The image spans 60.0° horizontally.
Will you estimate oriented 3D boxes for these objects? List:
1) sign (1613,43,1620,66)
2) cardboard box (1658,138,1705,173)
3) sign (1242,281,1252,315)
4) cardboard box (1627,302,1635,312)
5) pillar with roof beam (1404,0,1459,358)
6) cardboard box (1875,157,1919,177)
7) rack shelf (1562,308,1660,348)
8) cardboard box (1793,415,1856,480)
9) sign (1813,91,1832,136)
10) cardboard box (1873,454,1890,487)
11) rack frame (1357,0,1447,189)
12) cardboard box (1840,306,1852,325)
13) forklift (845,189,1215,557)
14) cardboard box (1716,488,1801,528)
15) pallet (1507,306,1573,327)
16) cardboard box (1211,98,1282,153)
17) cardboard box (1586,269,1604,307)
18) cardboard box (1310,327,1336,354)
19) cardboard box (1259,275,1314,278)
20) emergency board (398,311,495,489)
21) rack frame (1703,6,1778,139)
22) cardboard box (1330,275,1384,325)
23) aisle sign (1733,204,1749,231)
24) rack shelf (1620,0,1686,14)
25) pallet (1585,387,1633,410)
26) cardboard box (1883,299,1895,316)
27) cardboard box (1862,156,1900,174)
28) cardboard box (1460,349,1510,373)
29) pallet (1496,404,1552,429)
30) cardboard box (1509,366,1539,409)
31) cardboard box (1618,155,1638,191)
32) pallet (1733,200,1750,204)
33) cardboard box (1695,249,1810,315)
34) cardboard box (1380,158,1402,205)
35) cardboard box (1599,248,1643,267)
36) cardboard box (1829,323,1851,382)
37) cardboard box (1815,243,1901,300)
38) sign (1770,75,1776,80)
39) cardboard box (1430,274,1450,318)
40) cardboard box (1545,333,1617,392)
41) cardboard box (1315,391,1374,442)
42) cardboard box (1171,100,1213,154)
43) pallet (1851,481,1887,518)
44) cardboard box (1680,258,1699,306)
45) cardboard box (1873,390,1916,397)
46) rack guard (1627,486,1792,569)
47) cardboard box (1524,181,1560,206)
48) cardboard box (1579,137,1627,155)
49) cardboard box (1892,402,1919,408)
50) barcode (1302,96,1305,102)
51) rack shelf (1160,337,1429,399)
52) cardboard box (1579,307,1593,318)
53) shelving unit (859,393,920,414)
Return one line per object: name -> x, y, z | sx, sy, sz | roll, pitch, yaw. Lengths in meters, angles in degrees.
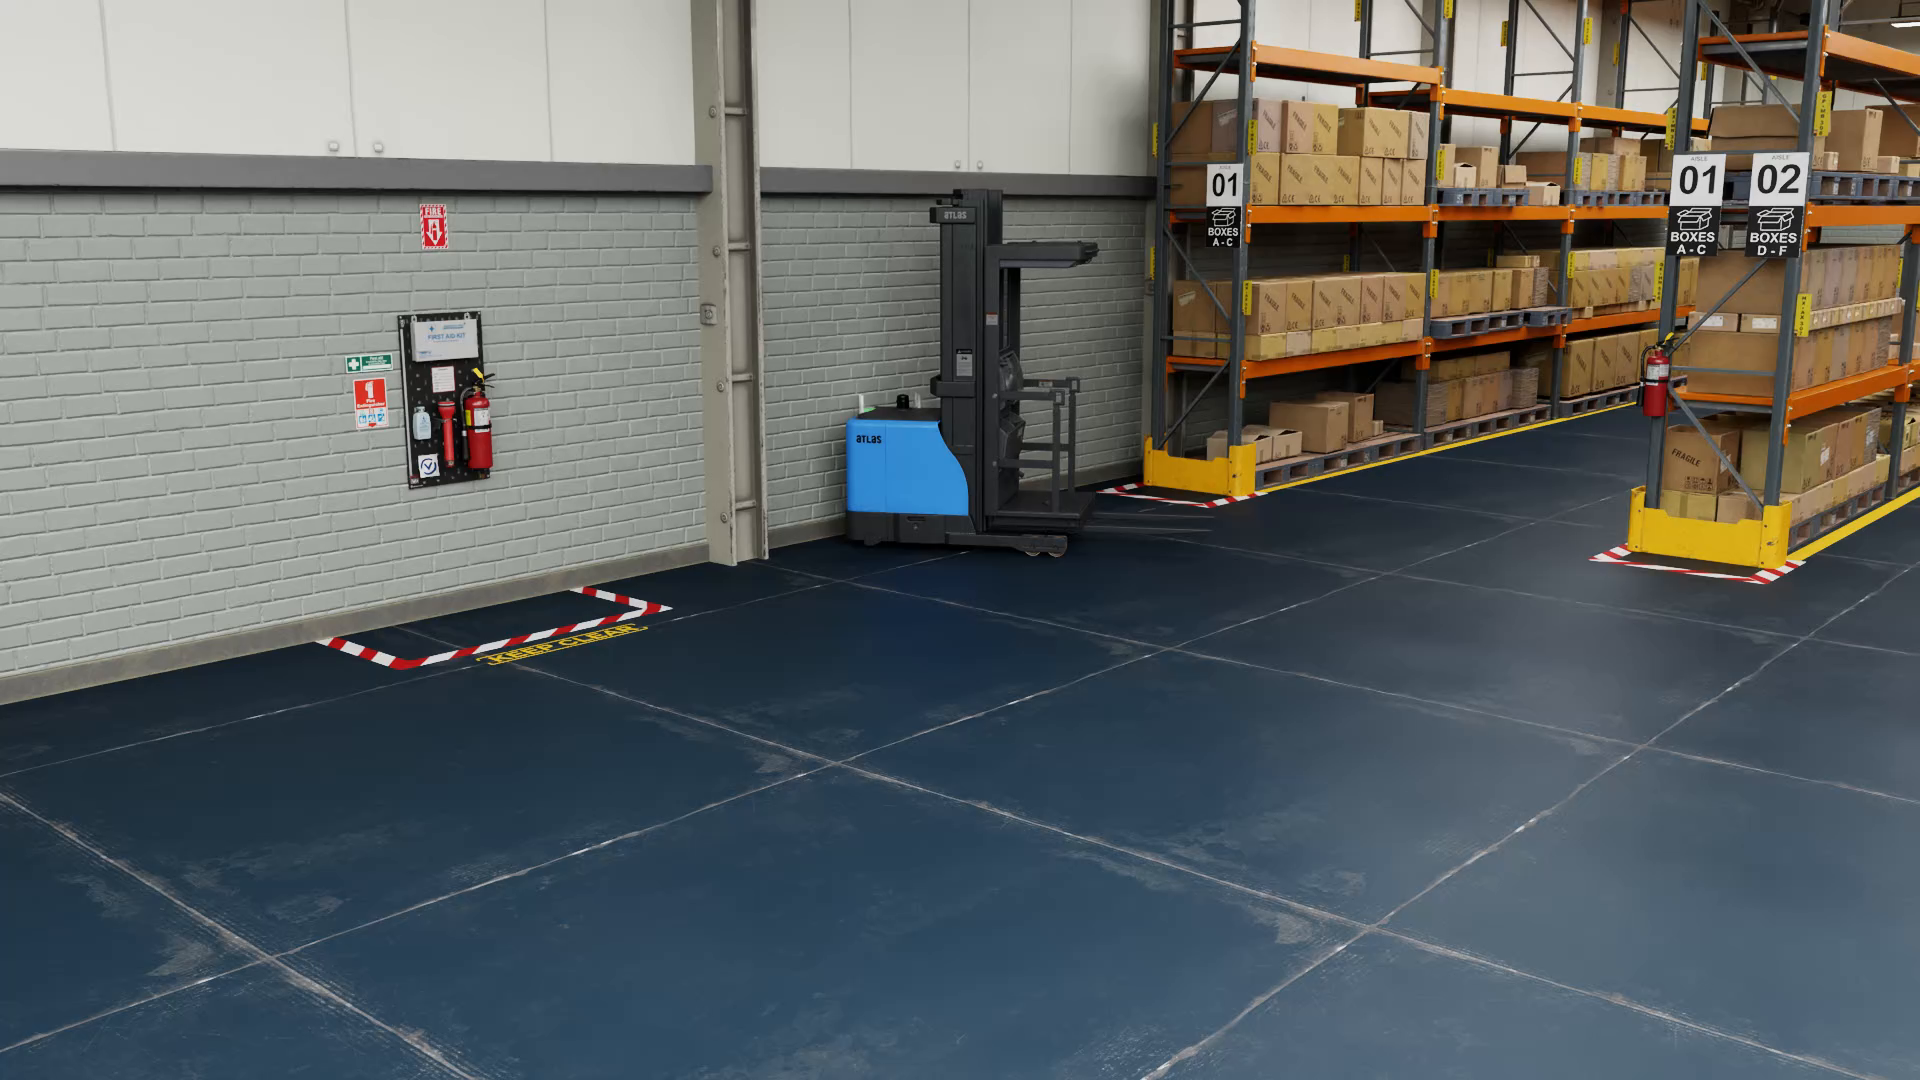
sign -> 9.878, -7.300, 24.994 | 0.100, 0.325, 0.005 | 10, 15, 40
cardboard box -> 10.960, -5.835, 25.252 | 0.500, 0.500, 0.500 | 10, 15, 40
sign -> 2.766, -2.336, 16.036 | 0.100, 0.325, 0.005 | 10, 15, 40
cardboard box -> 9.574, -3.401, 24.170 | 0.380, 0.149, 0.250 | 10, 15, 40
pillar with roof beam -> 9.365, -5.464, 18.593 | 9.100, 9.000, 0.400 | 10, 15, 40
cardboard box -> 9.136, -3.623, 16.342 | 0.500, 0.250, 0.500 | -10, 15, -42
rack shelf -> 8.959, -3.100, 23.909 | 1.077, 0.370, 4.000 | 10, 15, 40
cardboard box -> 7.595, -0.837, 14.777 | 0.500, 0.500, 0.500 | 10, 15, 40
sign -> 6.494, -3.207, 12.518 | 0.100, 0.325, 0.005 | 10, 15, 40
cardboard box -> 8.580, -0.691, 15.960 | 0.500, 0.250, 0.500 | 10, 15, 40
rack frame -> 4.998, -5.512, 18.831 | 1.000, 3.000, 0.127 | 10, 15, 40
cardboard box -> 7.517, -1.964, 14.476 | 0.380, 0.149, 0.250 | 10, 15, 41
forklift -> 0.611, -1.414, 13.806 | 3.031, 2.935, 1.130 | 2, 12, 11
cardboard box -> 6.602, -0.249, 13.748 | 0.500, 0.250, 0.500 | 10, 15, 40
pallet -> 7.248, -2.946, 21.790 | 1.213, 0.211, 1.003 | 10, 15, 40
cardboard box -> 2.795, -4.027, 16.195 | 0.500, 0.500, 0.500 | 8, 14, 36
cardboard box -> 8.504, -3.477, 22.896 | 0.500, 0.500, 0.500 | 10, 15, 42
cardboard box -> 3.591, -2.101, 17.402 | 0.500, 0.250, 0.500 | 9, 15, 39
cardboard box -> 3.519, -2.606, 18.015 | 0.500, 0.500, 0.500 | 10, 15, 41
emergency board -> -3.450, -0.955, 11.332 | 0.194, 1.169, 0.643 | 10, 15, 40
rack frame -> 12.920, -7.277, 27.671 | 1.000, 3.000, 0.127 | 10, 15, 40
cardboard box -> 4.253, -2.617, 18.074 | 0.500, 0.500, 0.500 | 9, 15, 39
aisle sign -> 13.192, -5.582, 27.862 | 0.394, 0.787, 0.004 | 10, 15, 40
rack shelf -> 8.959, -7.671, 22.996 | 1.077, 0.370, 4.000 | 10, 15, 40
pallet -> 9.021, -2.076, 24.065 | 1.003, 0.211, 1.213 | 10, 15, 40
cardboard box -> 8.539, -2.193, 15.622 | 0.380, 0.149, 0.250 | 9, 15, 39
cardboard box -> 8.131, -3.339, 14.825 | 0.380, 0.149, 0.250 | 10, 15, 40
cardboard box -> 6.779, -2.327, 21.550 | 0.500, 0.250, 0.500 | 10, 15, 41
pallet -> 7.122, -1.676, 22.064 | 1.003, 0.211, 1.213 | 10, 15, 40
cardboard box -> 7.203, -2.036, 22.003 | 0.700, 0.500, 0.500 | 10, 15, 41
cardboard box -> 9.297, -5.277, 23.936 | 0.700, 0.500, 0.500 | 9, 15, 39
pallet -> 12.438, -5.652, 27.420 | 1.003, 0.211, 1.213 | 10, 15, 40
cardboard box -> 6.434, -2.101, 13.506 | 0.700, 0.500, 0.500 | 10, 15, 41
cardboard box -> 4.507, -3.921, 18.217 | 0.500, 0.500, 0.500 | 8, 14, 36
cardboard box -> 9.482, -4.068, 23.942 | 0.500, 0.250, 0.500 | 10, 15, 41
cardboard box -> 7.419, -1.685, 14.736 | 0.700, 0.500, 0.500 | 10, 15, 42
cardboard box -> 8.434, -2.549, 15.747 | 0.700, 0.500, 0.500 | 10, 15, 41
sign -> 13.318, -7.702, 27.210 | 0.100, 0.325, 0.005 | 10, 15, 40
cardboard box -> 5.360, -2.905, 19.719 | 0.700, 0.500, 0.500 | 10, 15, 41
cardboard box -> 8.806, -2.529, 23.633 | 0.750, 0.750, 0.750 | 10, 15, 40
cardboard box -> 4.343, -1.402, 18.830 | 0.500, 0.500, 0.500 | 8, 14, 36
cardboard box -> 2.446, -4.099, 16.556 | 0.500, 0.500, 0.500 | 11, 15, 43
pallet -> 8.165, -0.451, 15.929 | 1.003, 0.211, 1.213 | 10, 15, 40
cardboard box -> 11.135, -4.078, 26.205 | 0.980, 0.700, 0.700 | 9, 15, 39
cardboard box -> 10.455, -1.533, 18.746 | 0.500, 0.311, 0.500 | 9, 15, 39
rack guard -> 6.066, -0.112, 13.495 | 1.175, 0.500, 0.348 | 10, 15, 40
cardboard box -> 7.366, -4.454, 21.373 | 0.500, 0.311, 0.500 | 10, 15, 40
cardboard box -> 9.247, -5.655, 23.912 | 0.500, 0.250, 0.500 | 9, 15, 39
cardboard box -> 10.196, -1.317, 17.665 | 0.500, 0.311, 0.500 | 10, 15, 42
barcode -> 3.758, -4.823, 18.193 | 0.001, 0.075, 0.075 | 10, 15, 40
rack shelf -> 3.678, -1.923, 18.016 | 1.077, 0.370, 4.000 | 10, 15, 40
cardboard box -> 8.442, -3.127, 22.801 | 0.380, 0.149, 0.250 | 10, 15, 42
shelving unit -> -0.601, -0.662, 14.433 | 0.503, 1.200, 0.258 | -2, 8, -8
